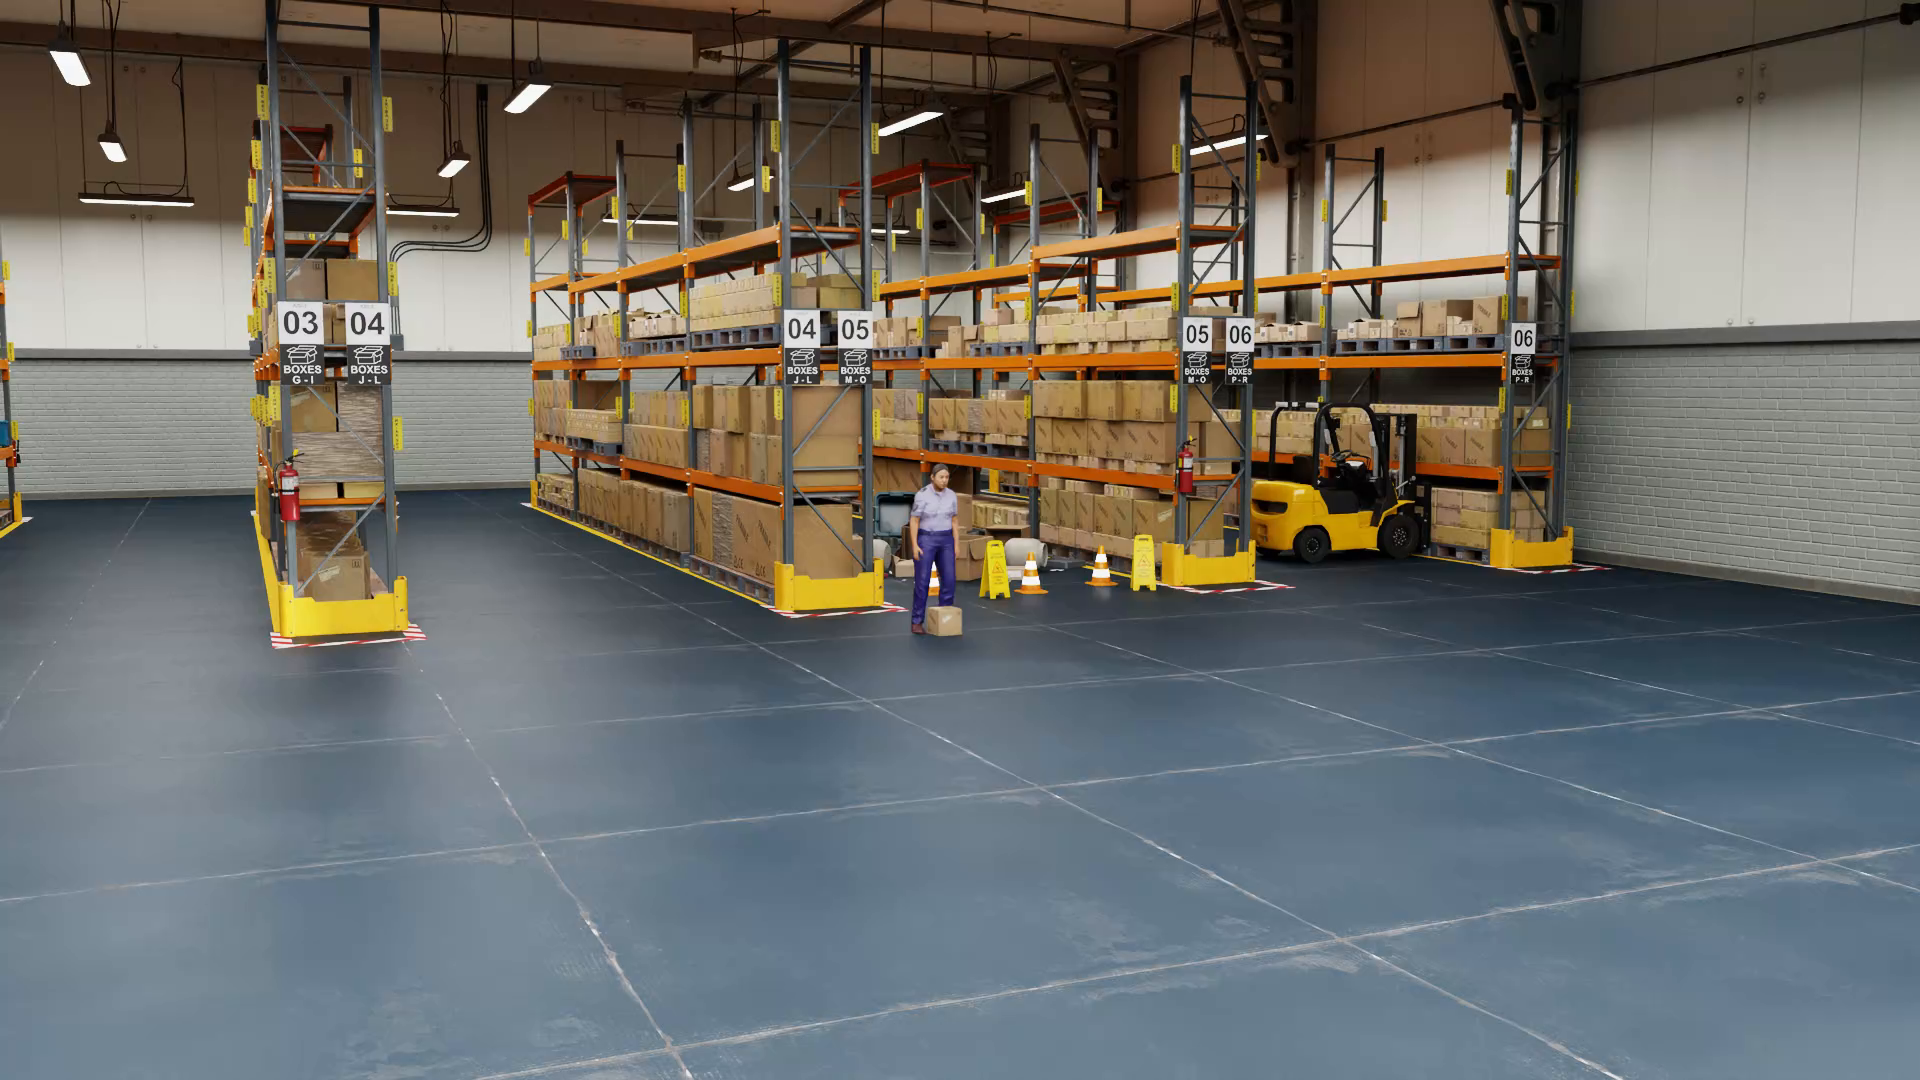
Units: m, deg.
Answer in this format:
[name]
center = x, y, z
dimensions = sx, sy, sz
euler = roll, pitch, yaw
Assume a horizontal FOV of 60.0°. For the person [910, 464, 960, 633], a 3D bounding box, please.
[person]
center = -0.239, 0.074, 16.286
dimensions = 0.551, 1.650, 0.425
euler = -3, 6, -26
